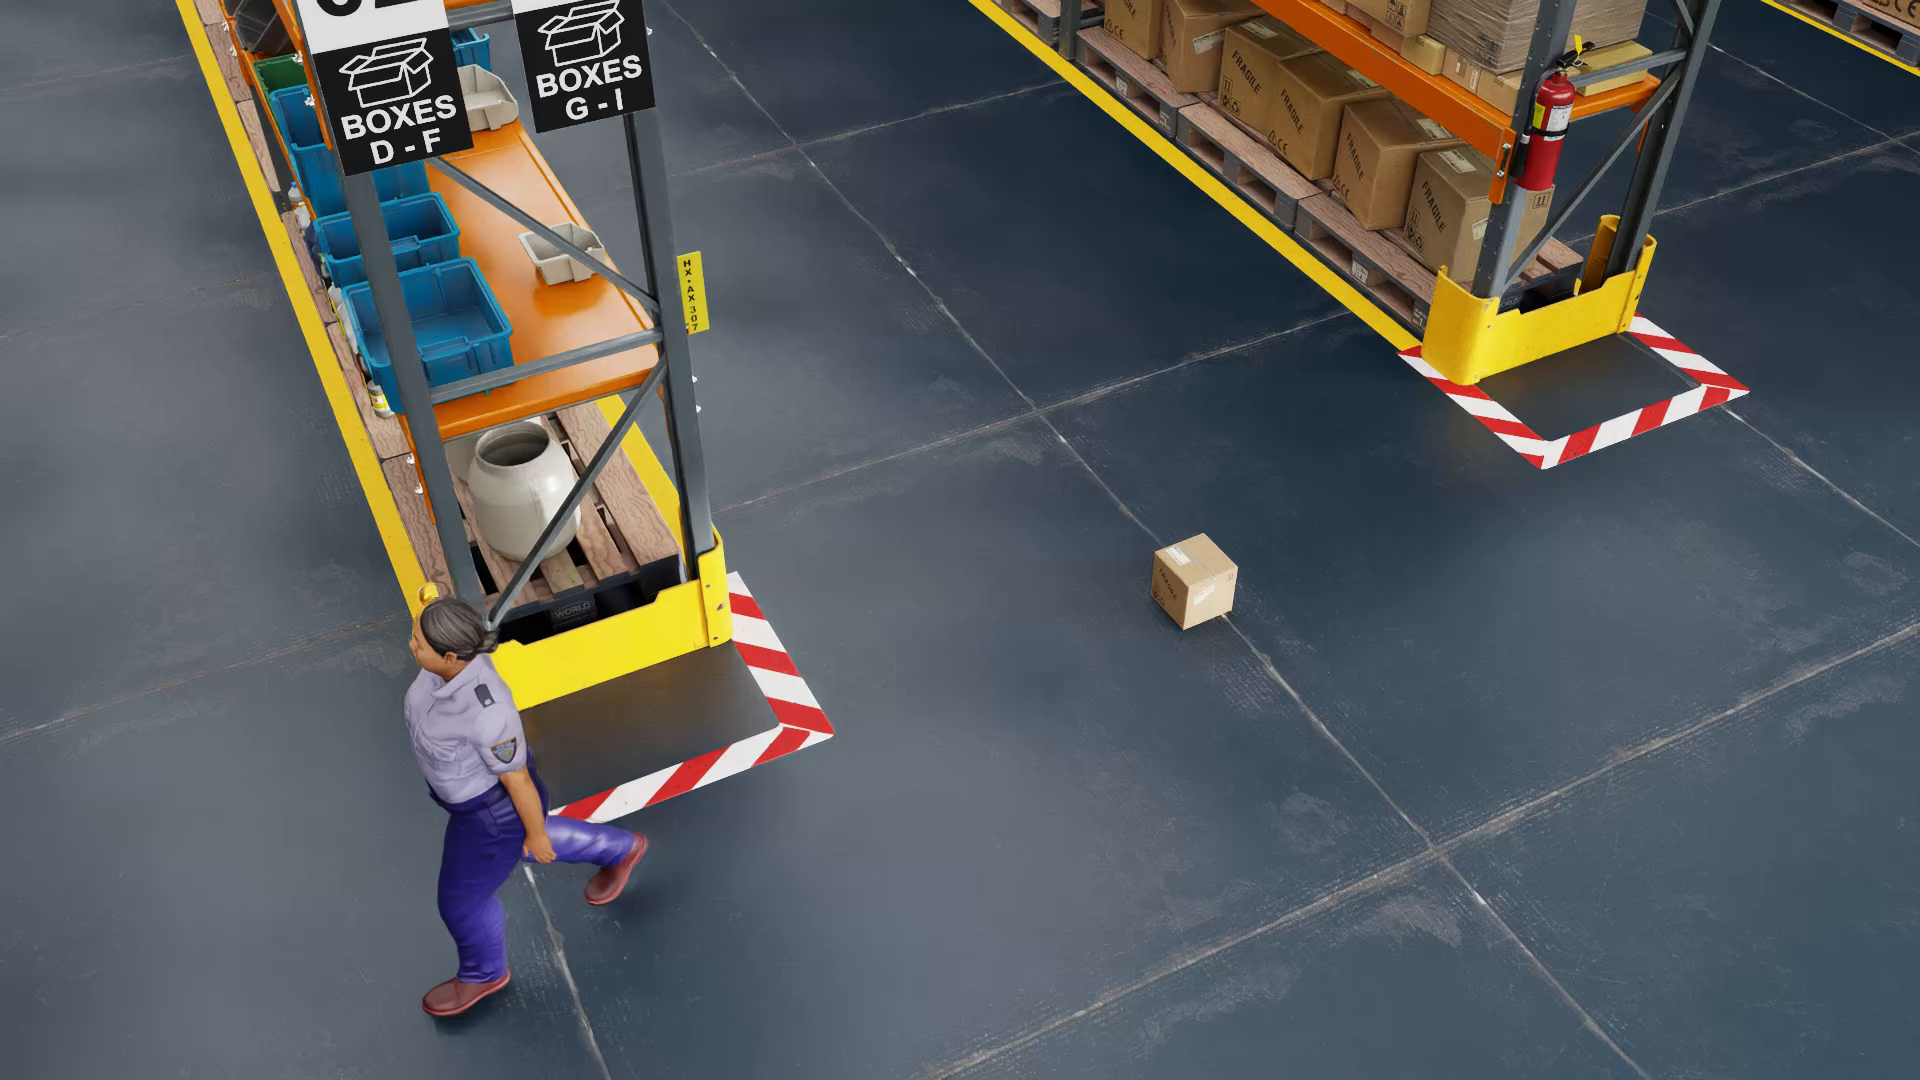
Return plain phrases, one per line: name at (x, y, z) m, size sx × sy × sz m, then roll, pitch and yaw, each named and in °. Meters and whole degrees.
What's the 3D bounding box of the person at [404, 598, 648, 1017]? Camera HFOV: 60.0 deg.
person at (-1.464, 0.780, 5.279) m, size 0.882 × 1.606 × 0.510 m, roll -20°, pitch 45°, yaw -21°
